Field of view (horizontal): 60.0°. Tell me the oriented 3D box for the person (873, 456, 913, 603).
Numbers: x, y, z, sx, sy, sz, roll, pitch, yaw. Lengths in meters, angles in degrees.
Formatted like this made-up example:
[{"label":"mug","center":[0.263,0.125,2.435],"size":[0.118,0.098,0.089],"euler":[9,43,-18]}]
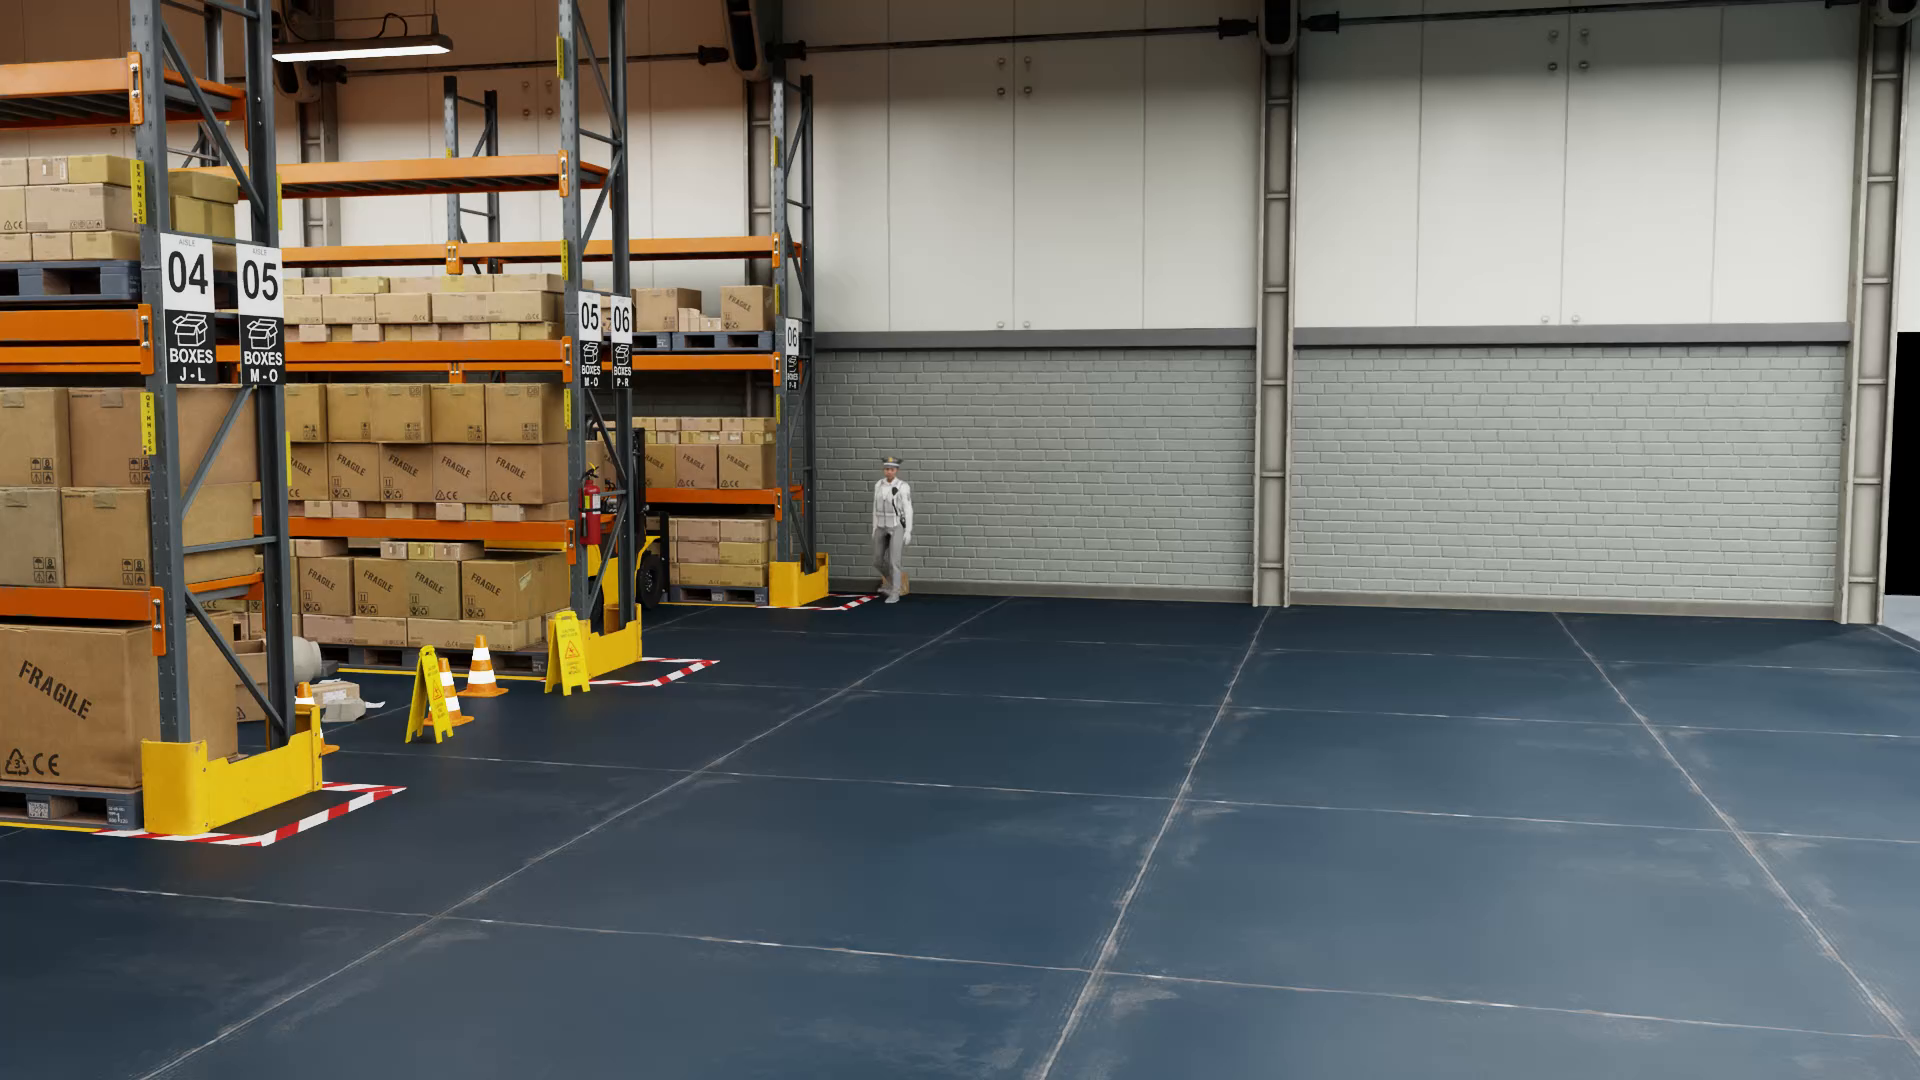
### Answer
[{"label":"person","center":[-0.754,-0.126,18.918],"size":[0.532,1.669,0.531],"euler":[3,6,28]}]
